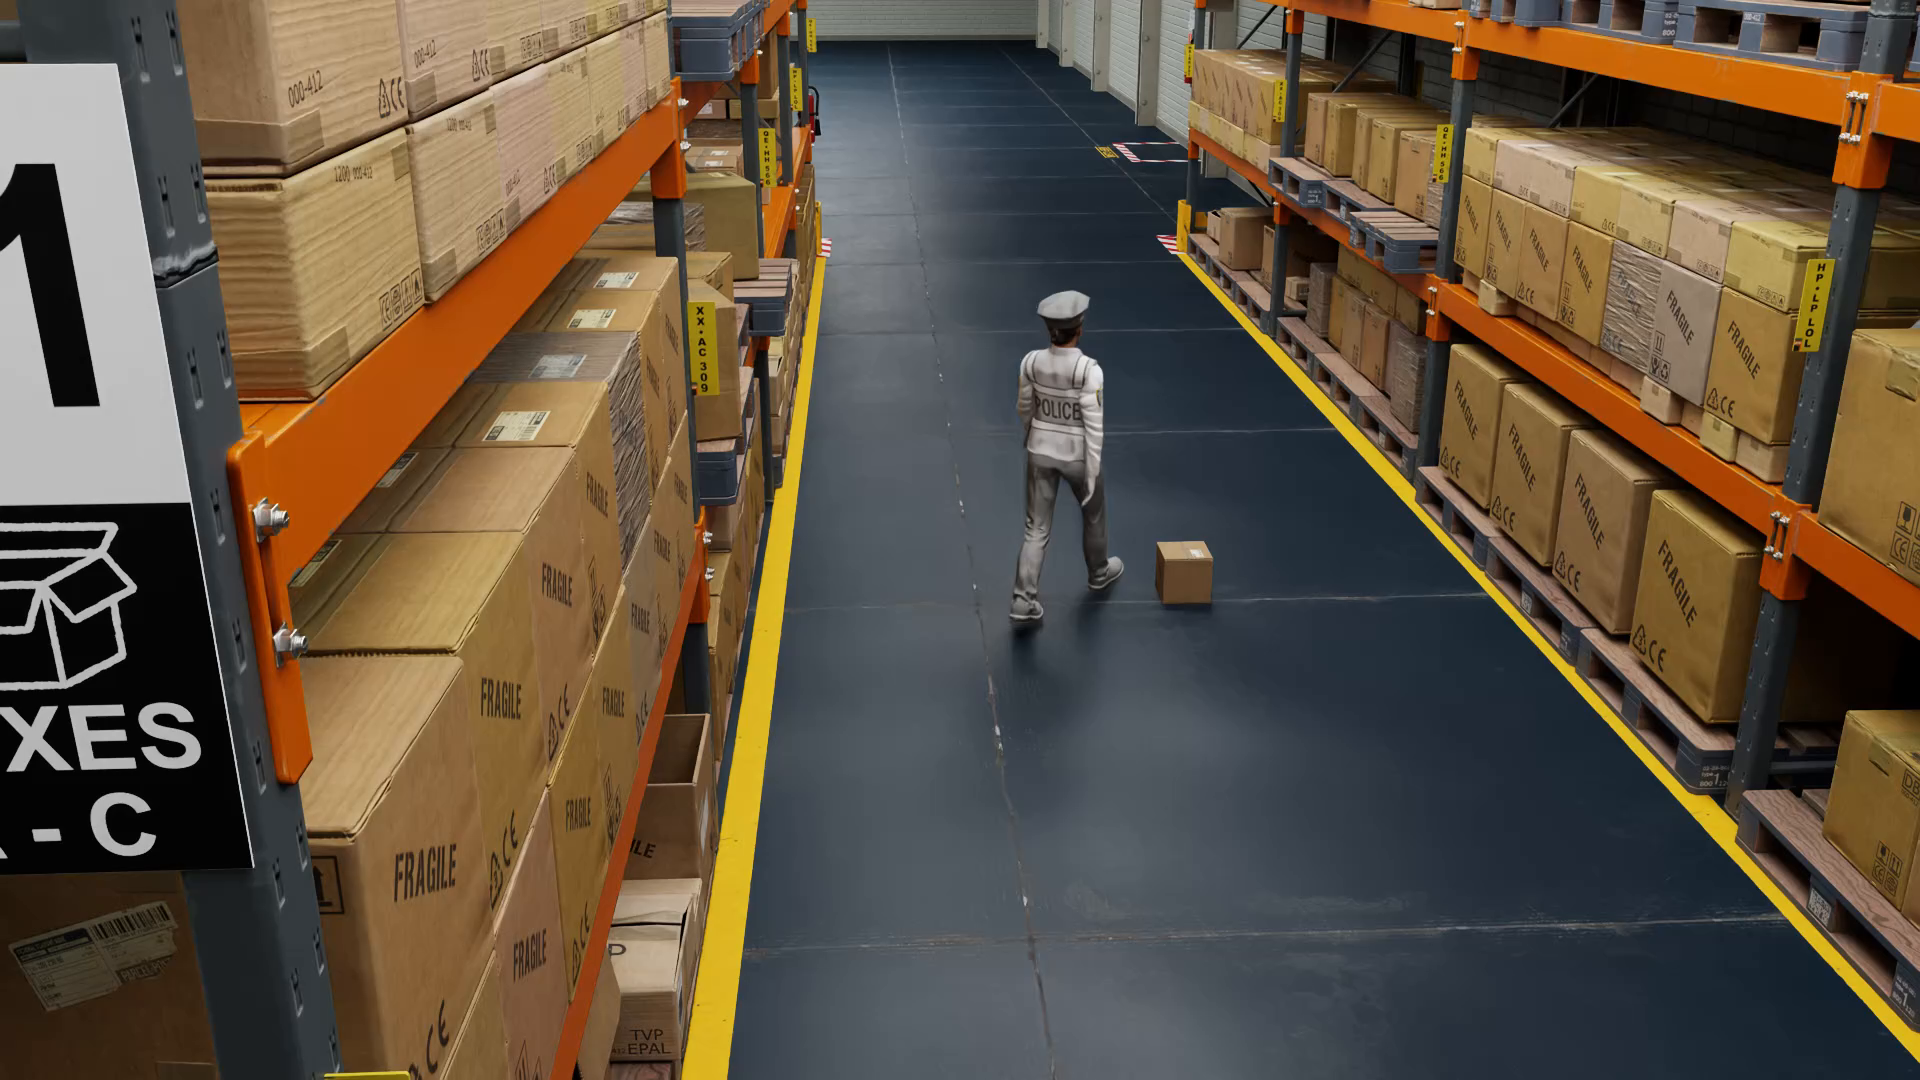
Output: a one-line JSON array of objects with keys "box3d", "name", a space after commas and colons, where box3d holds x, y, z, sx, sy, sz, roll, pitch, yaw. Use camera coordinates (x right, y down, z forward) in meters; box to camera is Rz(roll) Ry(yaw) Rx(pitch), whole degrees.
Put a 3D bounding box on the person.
[{"box3d": [0.518, -0.440, 8.244, 0.496, 1.625, 0.984, 8, 22, 20], "name": "person"}]
